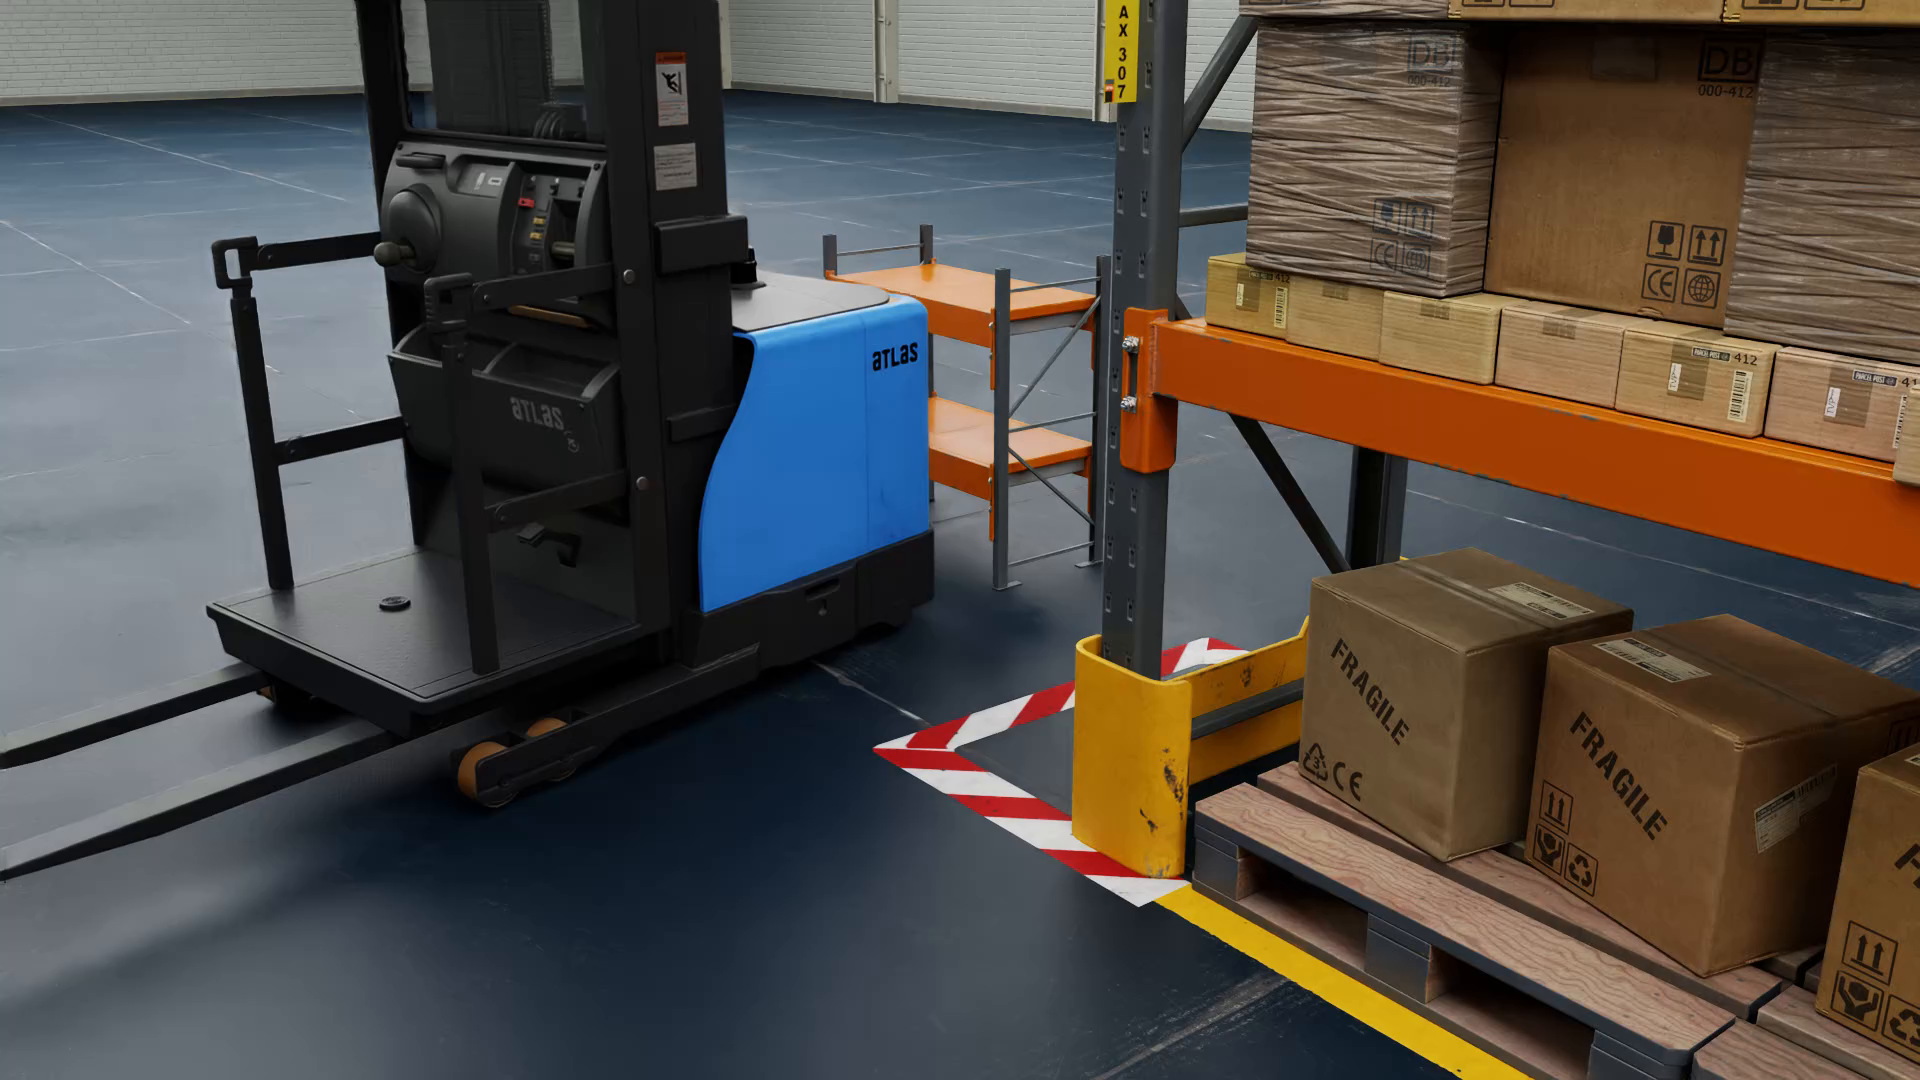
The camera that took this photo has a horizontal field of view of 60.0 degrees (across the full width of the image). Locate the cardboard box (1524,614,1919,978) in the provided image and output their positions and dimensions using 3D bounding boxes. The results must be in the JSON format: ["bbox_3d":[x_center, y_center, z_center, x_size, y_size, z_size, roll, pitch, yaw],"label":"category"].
[{"bbox_3d":[1.543,0.498,3.396,0.500,0.500,0.500,-8,20,-22],"label":"cardboard box"}]

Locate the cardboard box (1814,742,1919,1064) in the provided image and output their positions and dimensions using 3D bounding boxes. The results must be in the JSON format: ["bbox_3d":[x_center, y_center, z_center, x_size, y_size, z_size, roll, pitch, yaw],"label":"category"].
[{"bbox_3d":[1.917,0.656,2.919,0.500,0.500,0.500,-12,22,-31],"label":"cardboard box"}]

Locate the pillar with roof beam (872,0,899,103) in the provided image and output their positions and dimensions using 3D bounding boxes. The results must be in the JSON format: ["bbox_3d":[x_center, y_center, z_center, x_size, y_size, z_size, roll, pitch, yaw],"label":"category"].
[{"bbox_3d":[-4.744,-11.606,27.096,9.100,9.000,0.400,-14,23,-36],"label":"pillar with roof beam"}]

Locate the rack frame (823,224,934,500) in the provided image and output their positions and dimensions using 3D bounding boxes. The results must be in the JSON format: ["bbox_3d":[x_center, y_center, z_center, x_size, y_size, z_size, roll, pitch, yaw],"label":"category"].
[{"bbox_3d":[-0.311,-0.658,6.559,0.500,1.125,0.032,-14,23,-36],"label":"rack frame"}]

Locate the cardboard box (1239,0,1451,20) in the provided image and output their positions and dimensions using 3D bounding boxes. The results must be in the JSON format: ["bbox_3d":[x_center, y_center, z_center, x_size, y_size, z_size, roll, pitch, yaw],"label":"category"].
[{"bbox_3d":[0.898,-1.262,3.179,0.500,0.500,0.500,-14,23,-36],"label":"cardboard box"}]

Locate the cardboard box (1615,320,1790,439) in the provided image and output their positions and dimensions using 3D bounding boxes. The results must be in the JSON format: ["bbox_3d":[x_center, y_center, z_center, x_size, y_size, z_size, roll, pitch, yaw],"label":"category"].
[{"bbox_3d":[1.365,-0.301,2.899,0.380,0.149,0.250,-14,23,-36],"label":"cardboard box"}]

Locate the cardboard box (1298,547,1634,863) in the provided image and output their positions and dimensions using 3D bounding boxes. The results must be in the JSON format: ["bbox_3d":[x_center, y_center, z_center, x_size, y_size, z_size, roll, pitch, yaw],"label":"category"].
[{"bbox_3d":[1.145,0.357,3.821,0.500,0.500,0.500,-9,20,-26],"label":"cardboard box"}]

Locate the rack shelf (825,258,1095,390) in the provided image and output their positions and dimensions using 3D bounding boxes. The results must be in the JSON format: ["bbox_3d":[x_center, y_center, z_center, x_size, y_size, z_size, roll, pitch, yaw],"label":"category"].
[{"bbox_3d":[0.004,-0.810,6.089,0.538,0.278,1.000,-14,23,-36],"label":"rack shelf"}]

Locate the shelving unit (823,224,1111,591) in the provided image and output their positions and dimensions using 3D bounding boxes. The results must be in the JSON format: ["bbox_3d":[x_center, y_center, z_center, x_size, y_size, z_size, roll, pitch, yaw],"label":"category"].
[{"bbox_3d":[0.004,-0.532,6.181,0.538,1.125,1.048,-14,23,-36],"label":"shelving unit"}]

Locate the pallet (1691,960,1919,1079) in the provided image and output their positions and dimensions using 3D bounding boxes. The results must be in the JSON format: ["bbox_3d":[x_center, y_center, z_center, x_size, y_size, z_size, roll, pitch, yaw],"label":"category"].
[{"bbox_3d":[2.048,1.063,2.818,1.003,0.211,1.213,-14,23,-36],"label":"pallet"}]

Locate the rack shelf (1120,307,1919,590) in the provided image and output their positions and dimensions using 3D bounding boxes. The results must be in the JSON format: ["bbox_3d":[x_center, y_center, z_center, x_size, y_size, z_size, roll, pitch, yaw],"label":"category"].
[{"bbox_3d":[2.012,0.047,2.593,1.077,0.370,4.000,-14,23,-36],"label":"rack shelf"}]

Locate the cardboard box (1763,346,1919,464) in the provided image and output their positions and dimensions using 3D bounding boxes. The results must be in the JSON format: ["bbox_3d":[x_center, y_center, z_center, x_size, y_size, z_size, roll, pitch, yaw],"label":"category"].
[{"bbox_3d":[1.542,-0.245,2.729,0.380,0.149,0.250,-14,23,-36],"label":"cardboard box"}]

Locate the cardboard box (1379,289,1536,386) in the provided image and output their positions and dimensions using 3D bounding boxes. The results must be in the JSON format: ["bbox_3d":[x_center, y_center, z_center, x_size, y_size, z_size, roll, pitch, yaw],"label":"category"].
[{"bbox_3d":[1.044,-0.422,3.263,0.380,0.149,0.250,-14,23,-36],"label":"cardboard box"}]

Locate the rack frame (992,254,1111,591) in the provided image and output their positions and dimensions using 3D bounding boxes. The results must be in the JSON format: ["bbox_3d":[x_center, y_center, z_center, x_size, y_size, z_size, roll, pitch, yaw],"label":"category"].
[{"bbox_3d":[0.320,-0.407,5.802,0.500,1.125,0.032,-14,23,-36],"label":"rack frame"}]

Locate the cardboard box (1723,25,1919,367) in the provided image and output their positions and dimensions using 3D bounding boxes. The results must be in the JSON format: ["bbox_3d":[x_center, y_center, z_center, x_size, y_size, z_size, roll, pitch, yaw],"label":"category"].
[{"bbox_3d":[1.772,-0.604,2.782,0.875,0.500,0.500,-14,23,-36],"label":"cardboard box"}]

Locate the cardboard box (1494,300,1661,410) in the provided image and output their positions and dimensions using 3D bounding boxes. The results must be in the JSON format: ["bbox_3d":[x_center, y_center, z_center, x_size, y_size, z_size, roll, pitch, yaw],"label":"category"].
[{"bbox_3d":[1.216,-0.364,3.090,0.380,0.149,0.250,-14,23,-36],"label":"cardboard box"}]

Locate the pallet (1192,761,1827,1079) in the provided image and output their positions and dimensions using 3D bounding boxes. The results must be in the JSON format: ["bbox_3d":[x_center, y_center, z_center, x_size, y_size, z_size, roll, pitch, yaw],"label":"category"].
[{"bbox_3d":[1.294,0.762,3.725,1.003,0.211,1.213,-14,23,-36],"label":"pallet"}]

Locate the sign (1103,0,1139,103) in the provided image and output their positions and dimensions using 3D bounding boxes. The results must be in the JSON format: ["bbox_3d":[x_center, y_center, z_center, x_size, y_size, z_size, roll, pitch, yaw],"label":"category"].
[{"bbox_3d":[0.345,-1.092,3.513,0.100,0.325,0.005,-14,23,-36],"label":"sign"}]

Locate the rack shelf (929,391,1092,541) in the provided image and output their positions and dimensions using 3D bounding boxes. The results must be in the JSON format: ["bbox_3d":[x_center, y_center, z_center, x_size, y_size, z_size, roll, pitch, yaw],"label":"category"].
[{"bbox_3d":[0.004,-0.300,6.258,0.538,0.278,1.000,-14,23,-36],"label":"rack shelf"}]

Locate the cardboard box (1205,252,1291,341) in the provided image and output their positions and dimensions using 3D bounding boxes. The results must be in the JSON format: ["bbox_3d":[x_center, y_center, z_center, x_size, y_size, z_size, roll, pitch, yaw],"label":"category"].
[{"bbox_3d":[0.761,-0.551,3.656,0.380,0.149,0.250,-14,23,-36],"label":"cardboard box"}]

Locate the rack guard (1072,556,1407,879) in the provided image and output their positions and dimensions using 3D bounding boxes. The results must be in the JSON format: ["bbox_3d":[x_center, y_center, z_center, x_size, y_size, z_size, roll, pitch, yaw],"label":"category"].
[{"bbox_3d":[0.818,0.418,4.305,1.175,0.500,0.348,-14,23,-36],"label":"rack guard"}]

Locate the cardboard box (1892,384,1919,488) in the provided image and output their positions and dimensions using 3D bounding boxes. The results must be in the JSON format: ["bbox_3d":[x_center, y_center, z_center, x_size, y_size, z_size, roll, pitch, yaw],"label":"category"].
[{"bbox_3d":[1.616,-0.163,2.482,0.380,0.149,0.250,-14,23,-36],"label":"cardboard box"}]

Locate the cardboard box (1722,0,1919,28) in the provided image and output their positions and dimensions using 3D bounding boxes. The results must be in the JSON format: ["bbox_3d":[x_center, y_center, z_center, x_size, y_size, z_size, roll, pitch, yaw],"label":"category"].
[{"bbox_3d":[1.515,-1.015,2.432,0.500,0.500,0.500,-14,23,-36],"label":"cardboard box"}]

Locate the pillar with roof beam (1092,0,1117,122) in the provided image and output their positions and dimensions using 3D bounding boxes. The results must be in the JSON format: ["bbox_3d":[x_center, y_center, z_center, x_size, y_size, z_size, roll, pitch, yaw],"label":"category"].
[{"bbox_3d":[-1.019,-10.127,22.631,9.100,9.000,0.400,-14,23,-36],"label":"pillar with roof beam"}]

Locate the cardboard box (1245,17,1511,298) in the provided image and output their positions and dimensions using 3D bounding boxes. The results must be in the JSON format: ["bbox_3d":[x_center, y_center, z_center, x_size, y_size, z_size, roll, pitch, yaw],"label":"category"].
[{"bbox_3d":[1.090,-0.835,3.481,0.875,0.500,0.500,-14,23,-36],"label":"cardboard box"}]

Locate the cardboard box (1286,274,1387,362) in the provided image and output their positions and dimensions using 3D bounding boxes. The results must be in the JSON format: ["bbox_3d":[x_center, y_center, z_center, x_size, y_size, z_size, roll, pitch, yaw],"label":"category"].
[{"bbox_3d":[0.901,-0.486,3.458,0.380,0.149,0.250,-14,23,-36],"label":"cardboard box"}]

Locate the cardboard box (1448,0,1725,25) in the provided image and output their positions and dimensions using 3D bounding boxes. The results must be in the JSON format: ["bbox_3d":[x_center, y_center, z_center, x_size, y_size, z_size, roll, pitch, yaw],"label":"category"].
[{"bbox_3d":[1.203,-1.137,2.803,0.500,0.500,0.500,-14,23,-36],"label":"cardboard box"}]

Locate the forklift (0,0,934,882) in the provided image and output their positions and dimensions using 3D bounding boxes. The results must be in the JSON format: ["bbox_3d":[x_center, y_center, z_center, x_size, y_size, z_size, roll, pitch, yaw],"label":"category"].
[{"bbox_3d":[-1.412,-0.879,4.355,1.130,2.935,3.031,15,23,37],"label":"forklift"}]

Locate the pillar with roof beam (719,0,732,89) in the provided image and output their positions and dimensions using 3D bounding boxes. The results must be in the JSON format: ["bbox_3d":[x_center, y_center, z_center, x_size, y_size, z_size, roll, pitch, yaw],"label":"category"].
[{"bbox_3d":[-8.469,-13.084,31.561,9.100,9.000,0.400,-14,23,-36],"label":"pillar with roof beam"}]

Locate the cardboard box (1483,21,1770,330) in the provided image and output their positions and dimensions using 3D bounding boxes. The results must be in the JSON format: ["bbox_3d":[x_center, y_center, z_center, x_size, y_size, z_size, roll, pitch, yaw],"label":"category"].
[{"bbox_3d":[1.495,-0.735,3.179,0.875,0.500,0.500,-14,23,-36],"label":"cardboard box"}]

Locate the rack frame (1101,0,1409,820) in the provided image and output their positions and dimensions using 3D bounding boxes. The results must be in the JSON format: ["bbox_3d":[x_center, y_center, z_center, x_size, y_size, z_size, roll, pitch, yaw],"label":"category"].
[{"bbox_3d":[0.771,-0.787,3.969,1.000,3.000,0.127,-14,23,-36],"label":"rack frame"}]
